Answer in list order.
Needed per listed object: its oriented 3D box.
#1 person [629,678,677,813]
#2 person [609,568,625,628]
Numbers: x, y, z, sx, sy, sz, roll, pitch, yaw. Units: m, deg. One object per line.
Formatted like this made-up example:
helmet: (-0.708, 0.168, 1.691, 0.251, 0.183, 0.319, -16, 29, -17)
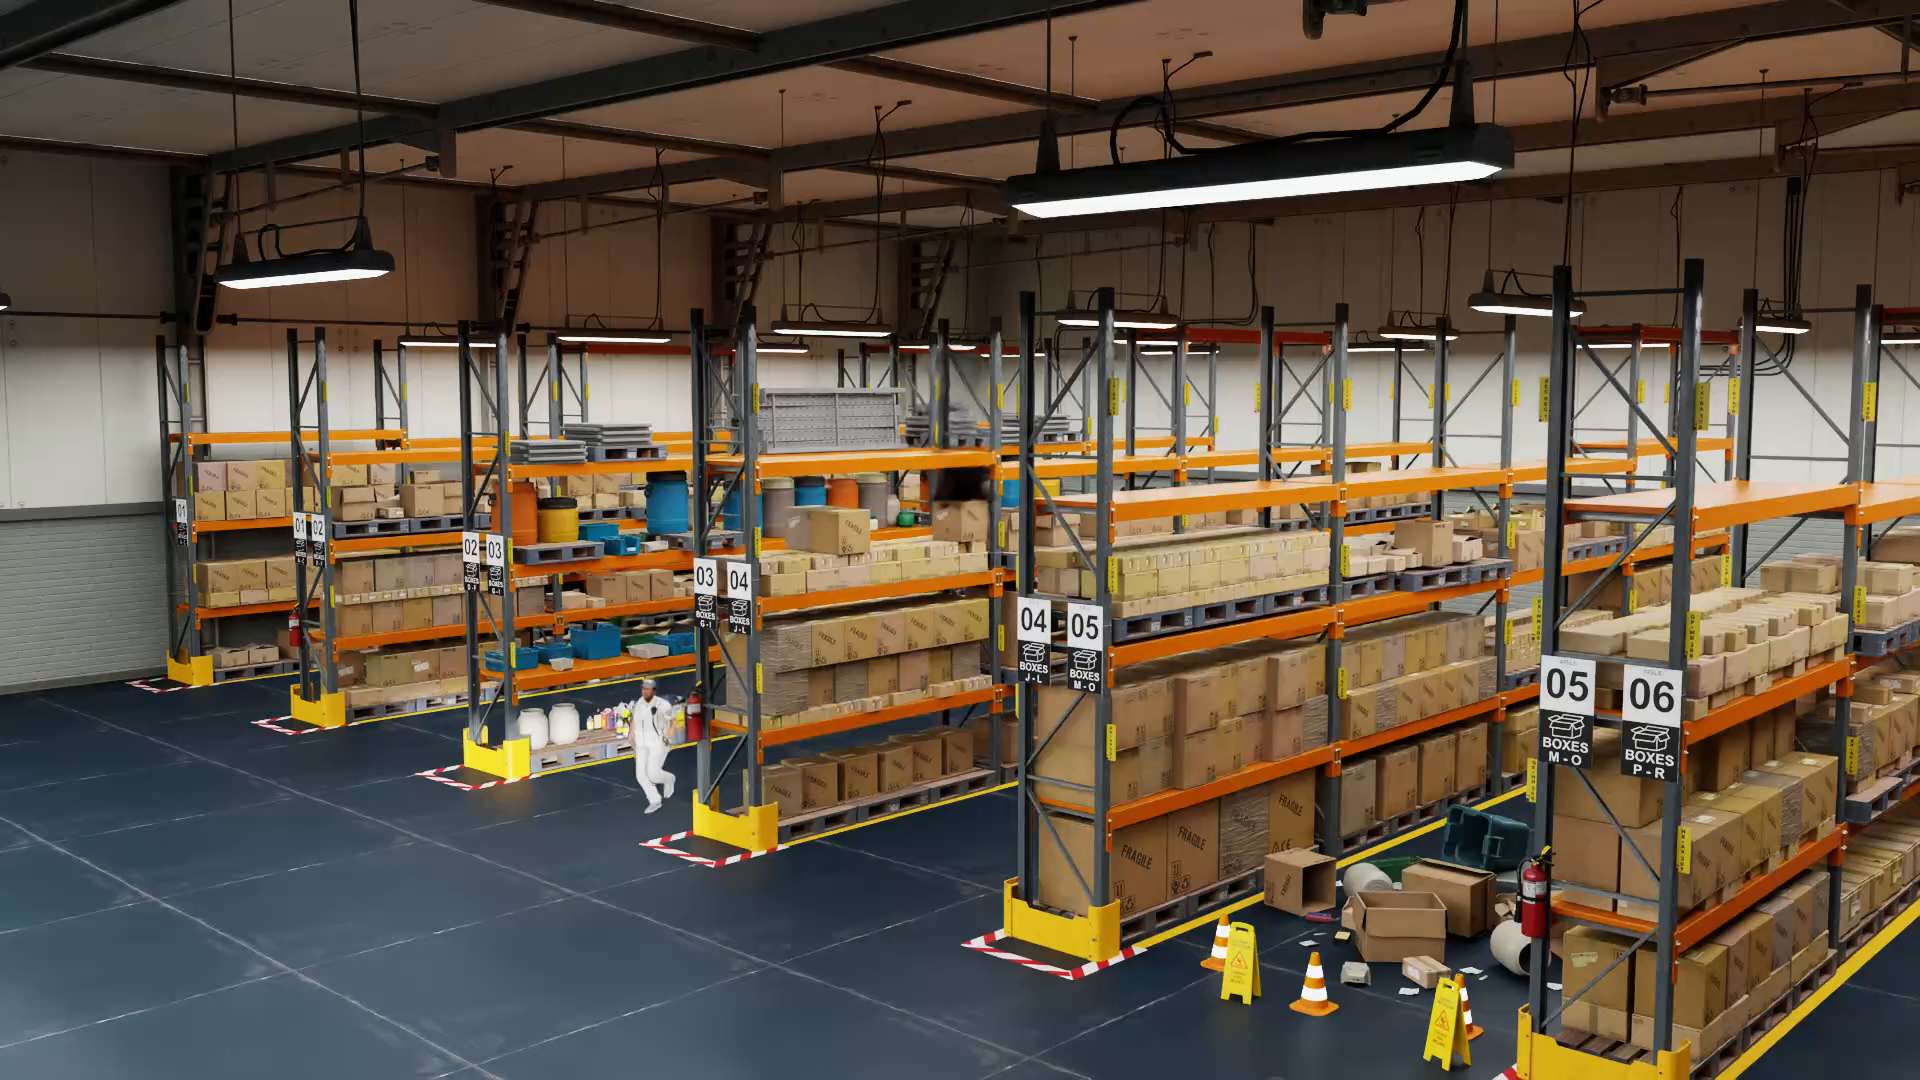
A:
person: (-3.739, 2.484, 20.175, 0.601, 1.621, 0.547, 2, 6, 24)
person: (-6.452, 1.322, 31.530, 0.667, 1.786, 0.956, 4, 7, 39)
